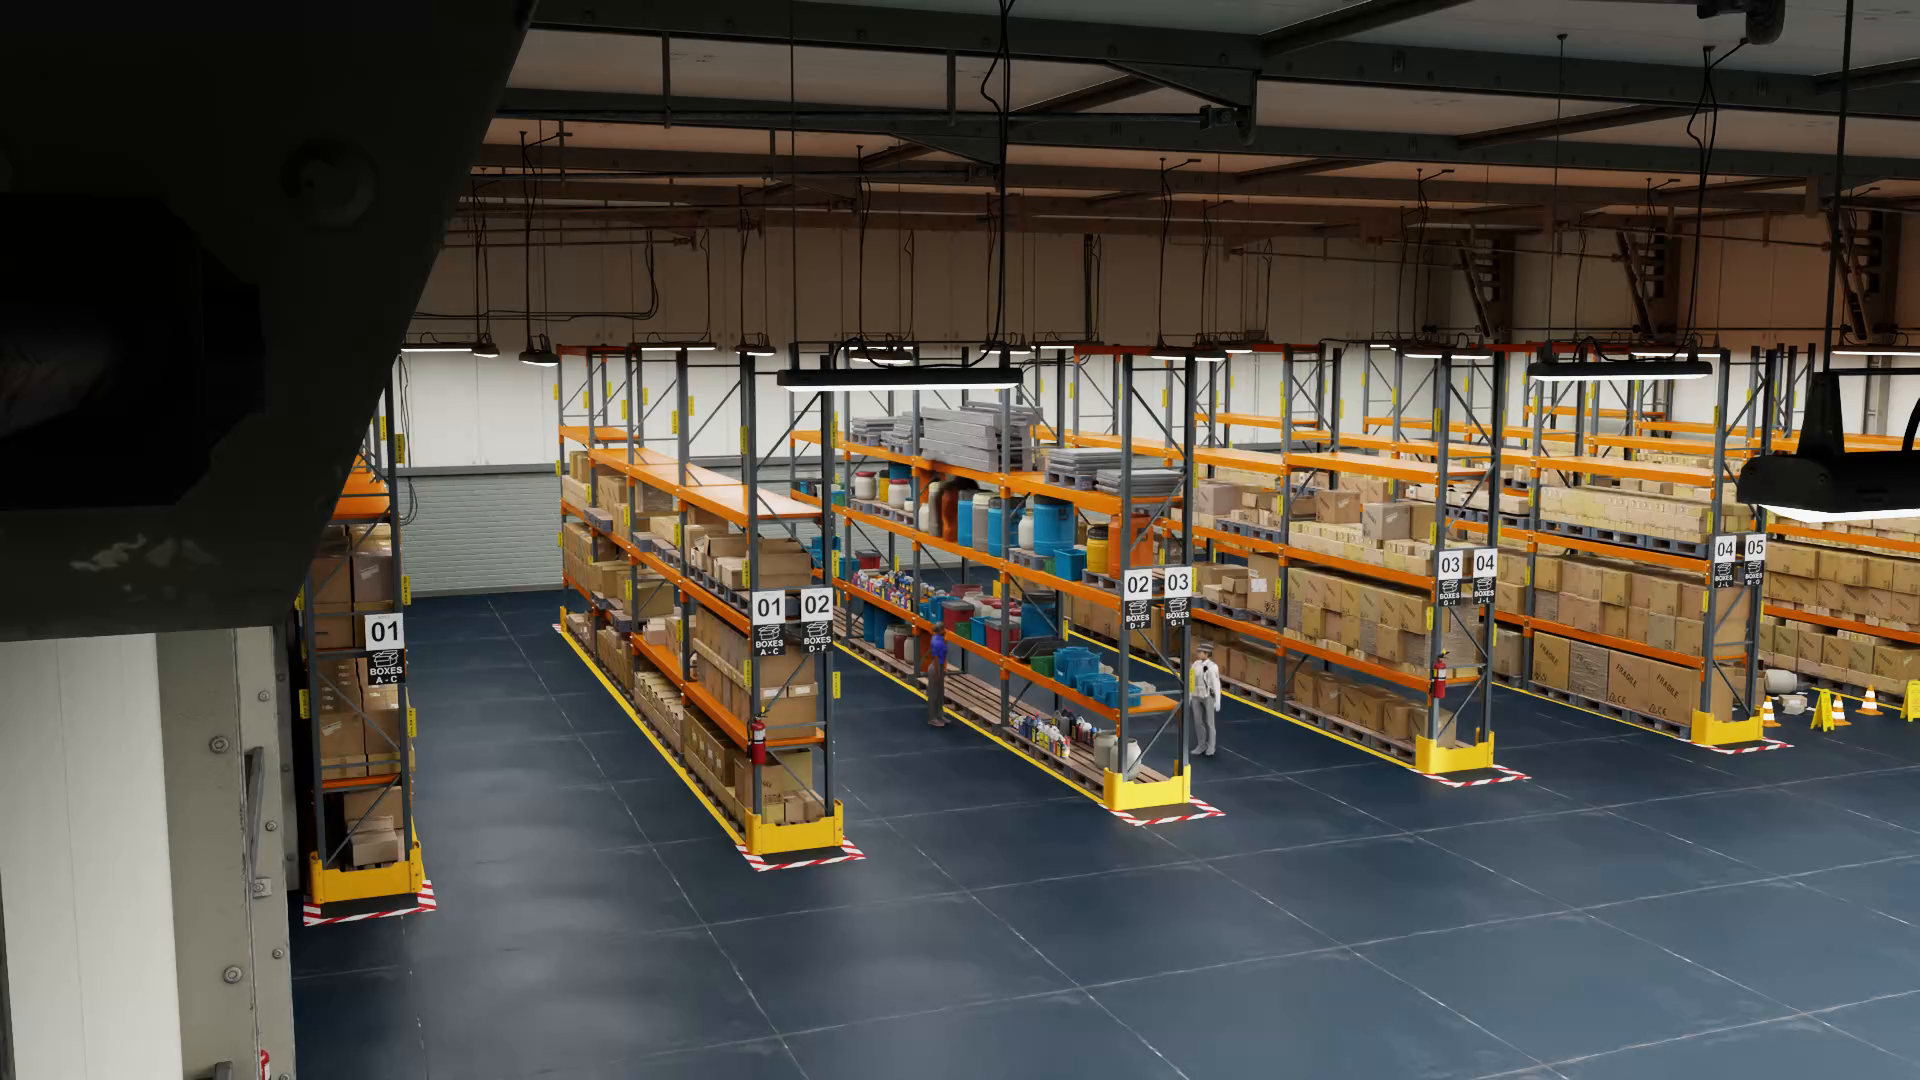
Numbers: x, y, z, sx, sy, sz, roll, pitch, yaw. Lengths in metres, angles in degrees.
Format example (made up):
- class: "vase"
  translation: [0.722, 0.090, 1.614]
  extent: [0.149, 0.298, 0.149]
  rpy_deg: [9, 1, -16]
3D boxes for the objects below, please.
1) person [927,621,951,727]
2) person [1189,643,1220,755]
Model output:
- class: "person"
  translation: [-0.338, 2.124, 26.609]
  extent: [0.379, 1.680, 0.466]
  rpy_deg: [0, 7, 2]
- class: "person"
  translation: [3.637, 2.373, 24.736]
  extent: [0.576, 1.719, 0.378]
  rpy_deg: [6, 10, 41]
